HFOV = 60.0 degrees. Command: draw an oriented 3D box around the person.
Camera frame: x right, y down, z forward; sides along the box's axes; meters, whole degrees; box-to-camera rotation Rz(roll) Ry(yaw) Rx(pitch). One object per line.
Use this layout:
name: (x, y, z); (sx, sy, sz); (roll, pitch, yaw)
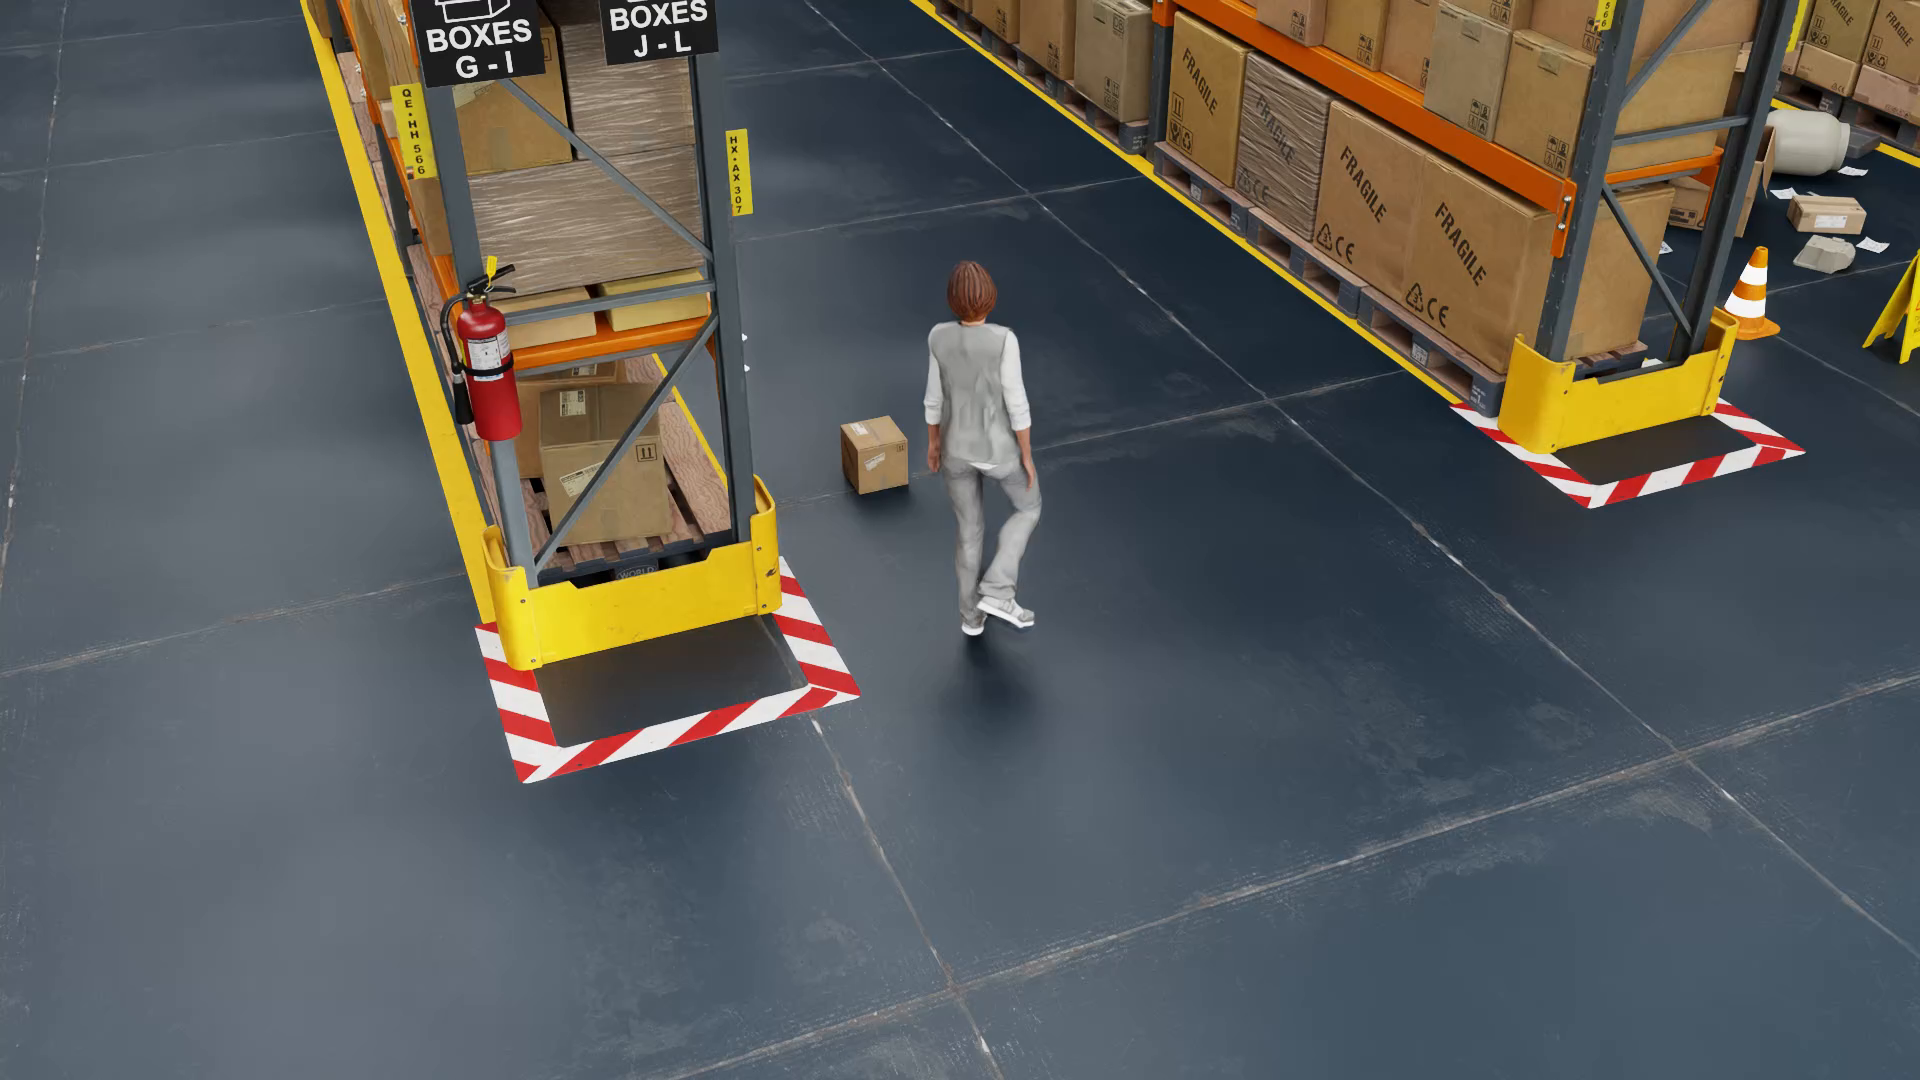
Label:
person: (0.087, -0.327, 6.624); (0.514, 1.577, 0.428); (10, 35, 15)
